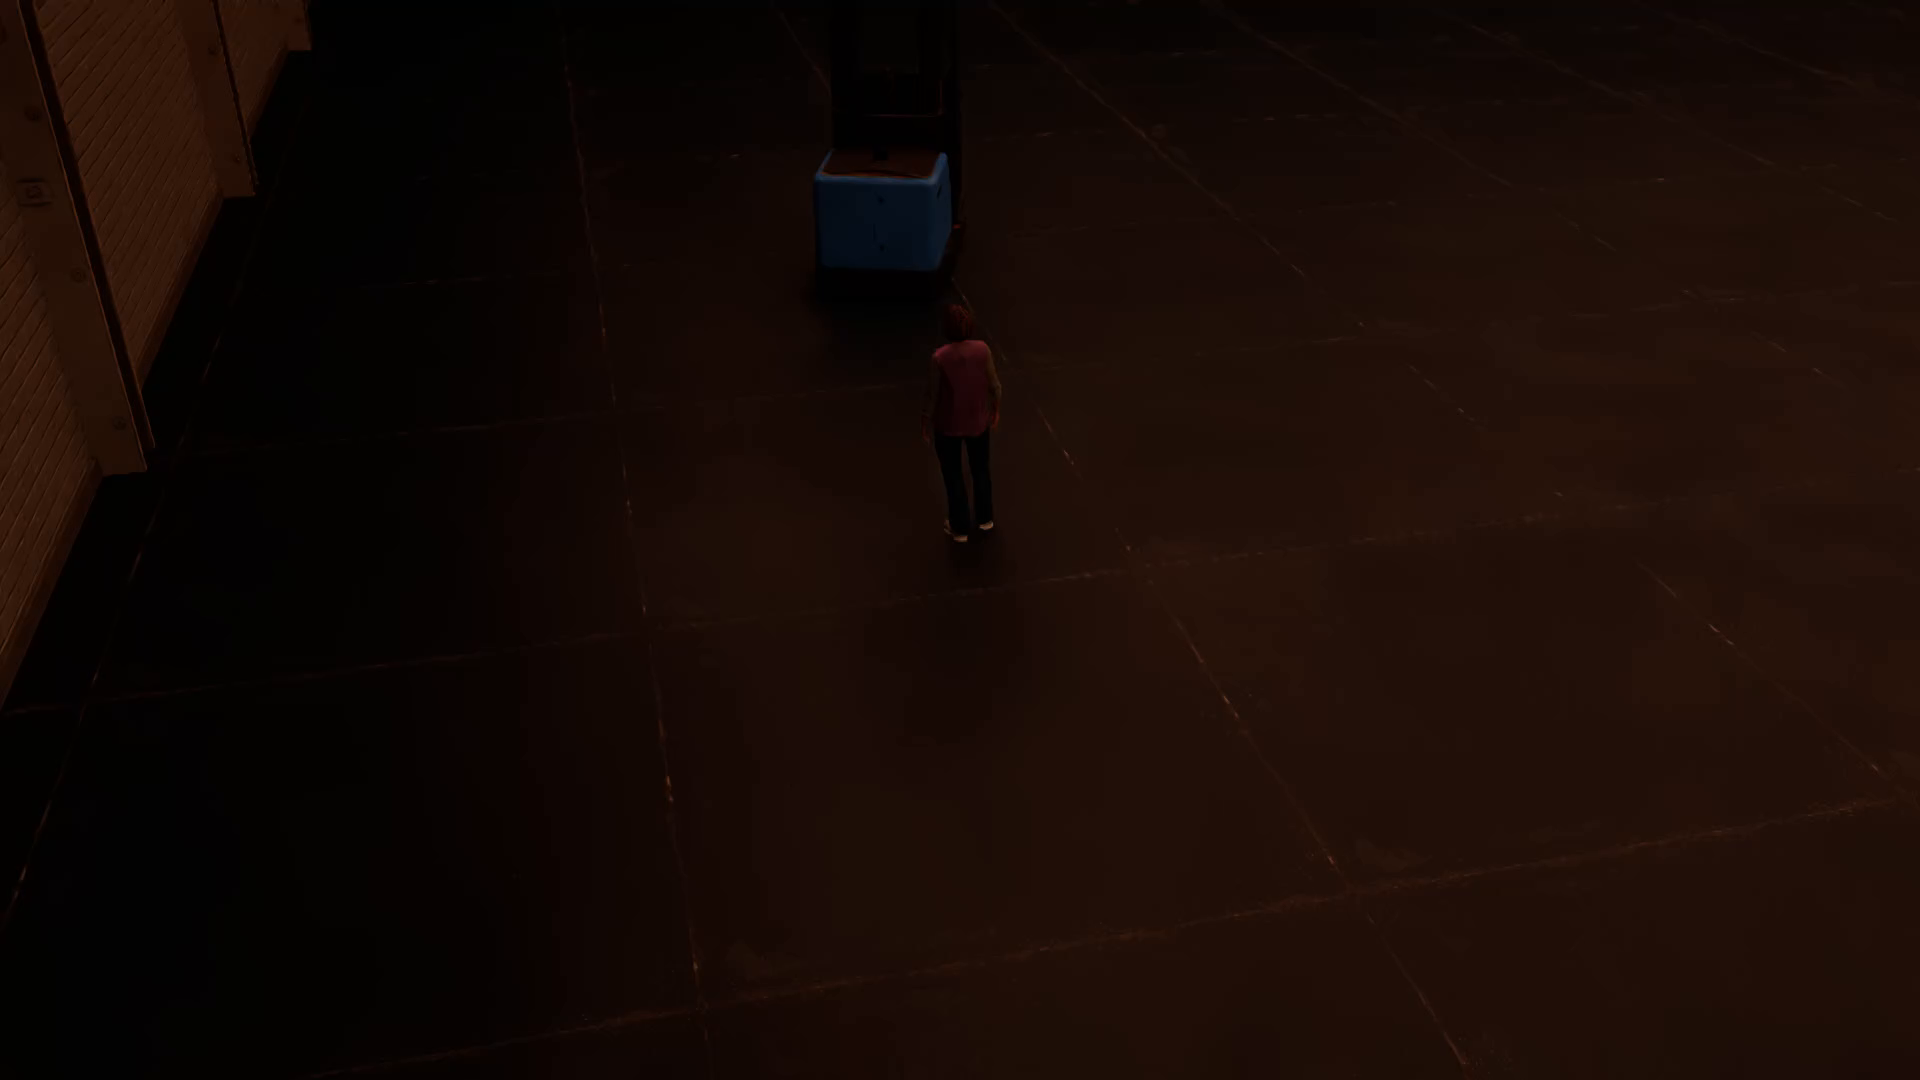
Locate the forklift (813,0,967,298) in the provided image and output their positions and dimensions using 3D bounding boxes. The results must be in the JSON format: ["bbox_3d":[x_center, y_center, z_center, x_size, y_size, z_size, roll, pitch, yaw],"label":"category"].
[{"bbox_3d":[-0.530,-3.992,14.470,1.130,2.935,3.031,3,30,6],"label":"forklift"}]

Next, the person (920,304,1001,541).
[{"bbox_3d":[-0.004,-0.735,10.162,0.520,1.597,0.474,-7,31,-12],"label":"person"}]
